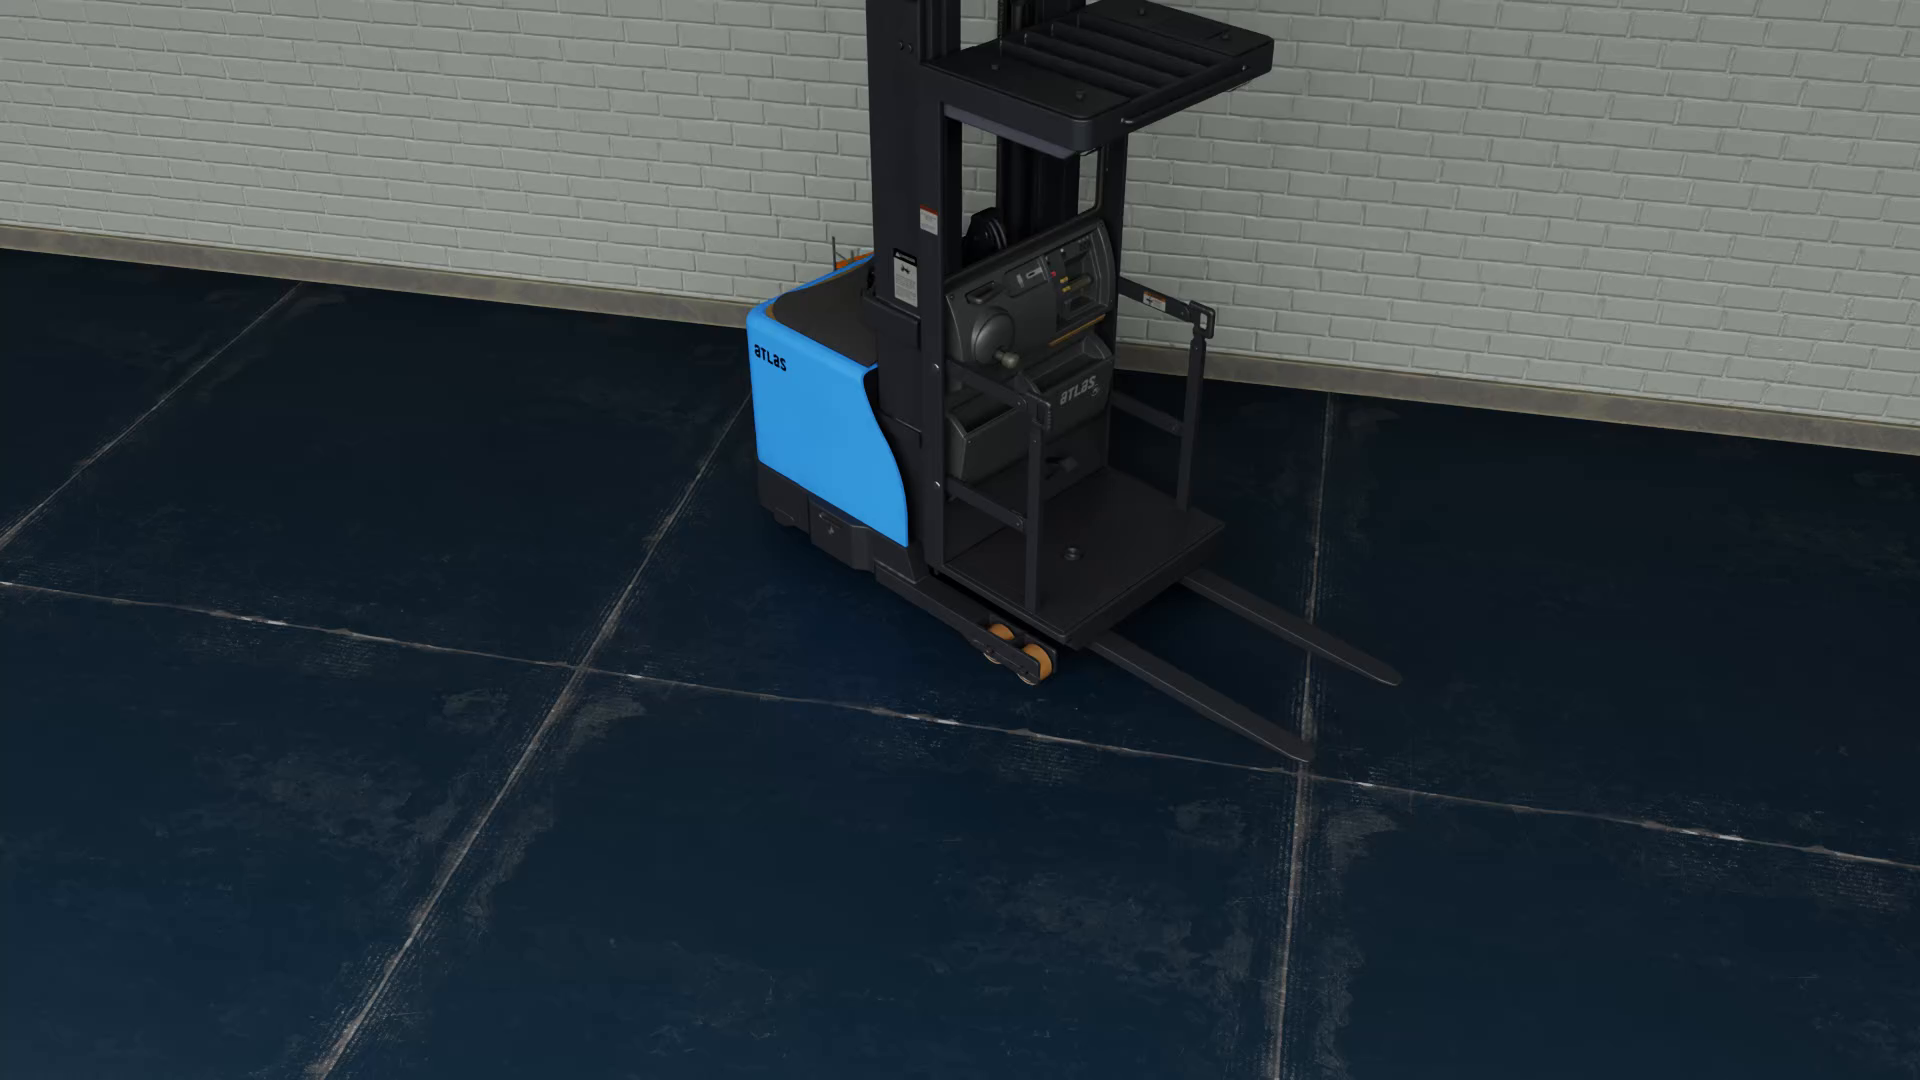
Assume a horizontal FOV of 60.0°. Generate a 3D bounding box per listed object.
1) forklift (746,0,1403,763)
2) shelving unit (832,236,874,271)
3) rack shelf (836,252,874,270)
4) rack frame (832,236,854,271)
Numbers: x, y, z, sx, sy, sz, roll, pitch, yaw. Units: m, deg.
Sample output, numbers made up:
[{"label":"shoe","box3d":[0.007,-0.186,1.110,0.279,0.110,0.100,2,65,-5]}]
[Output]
[{"label":"forklift","box3d":[0.447,-0.933,6.539,3.031,2.935,1.130,30,45,34]},{"label":"shelving unit","box3d":[-0.452,-1.018,8.258,0.252,1.050,0.215,-21,40,-26]},{"label":"rack shelf","box3d":[-0.454,-1.240,8.100,0.240,0.259,0.215,-21,40,-26]},{"label":"rack frame","box3d":[-0.555,-0.979,8.205,0.008,1.050,0.200,-21,40,-26]}]
